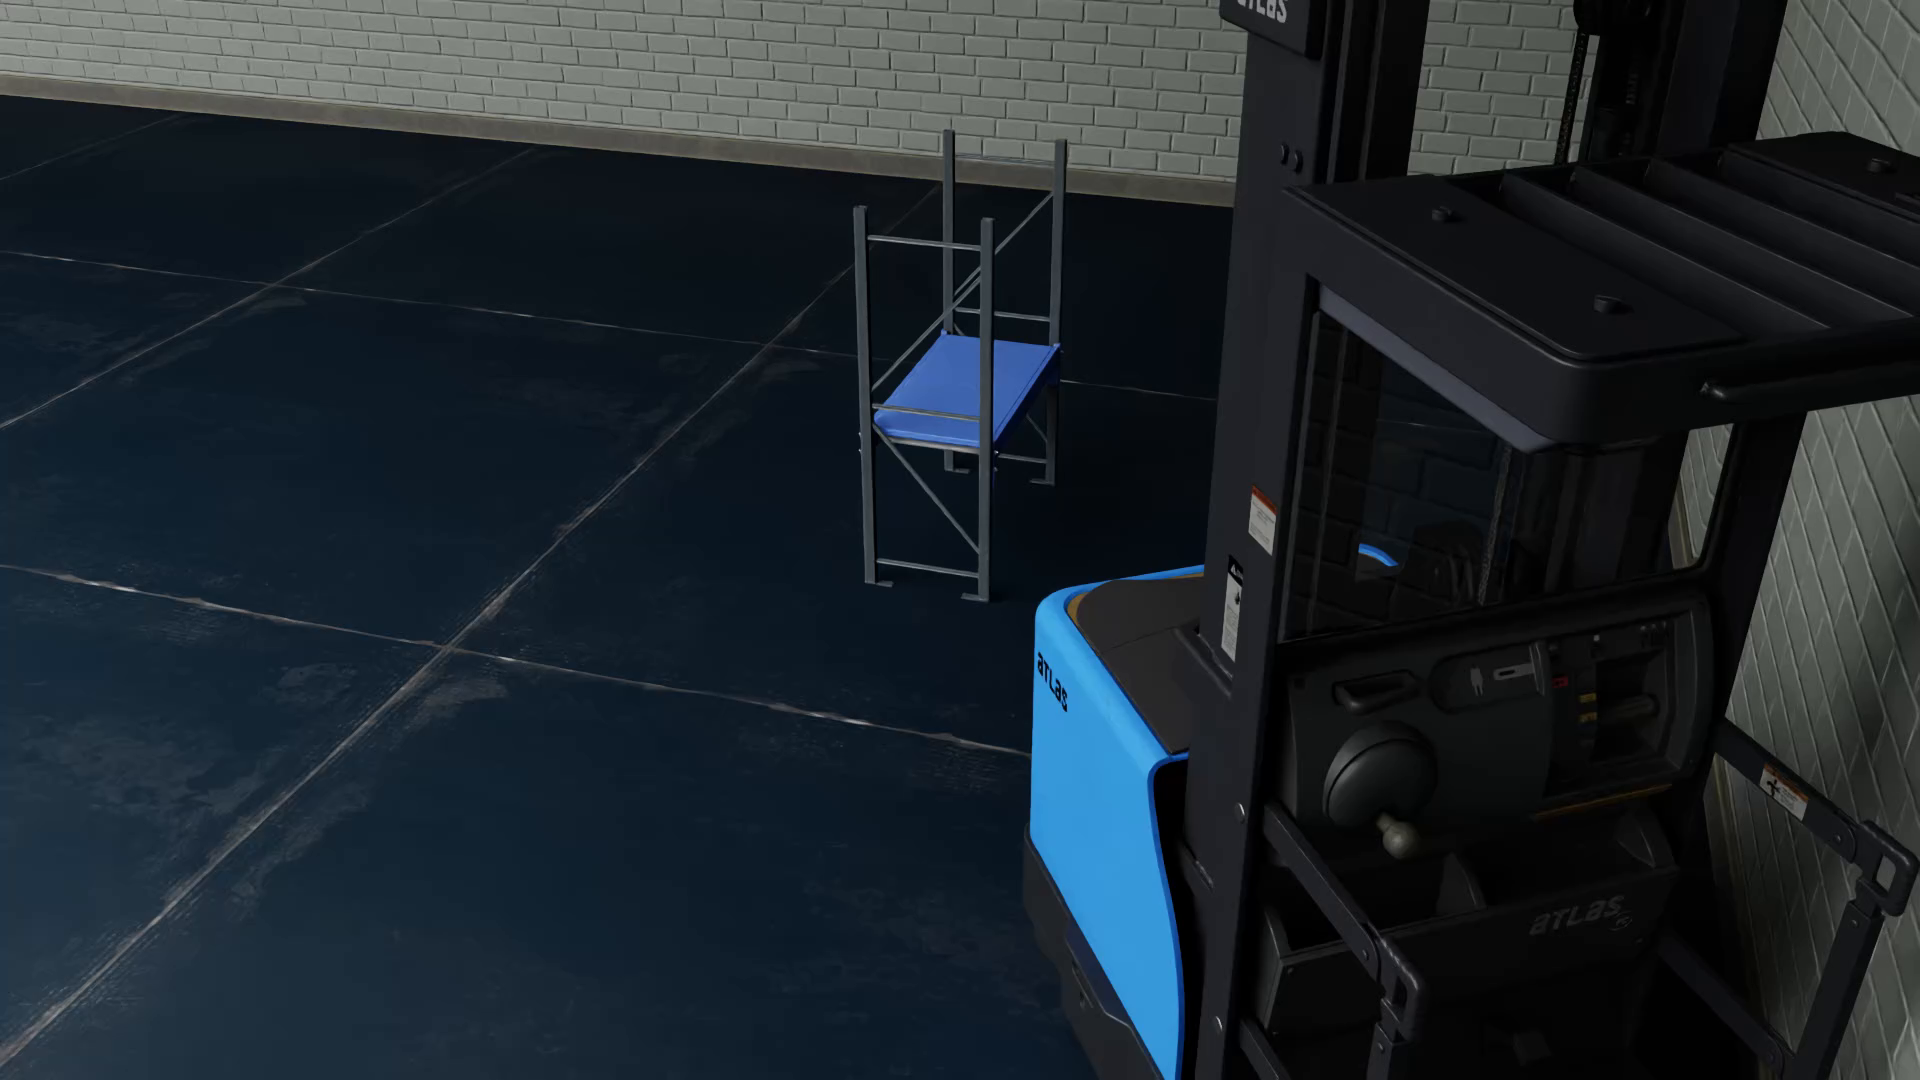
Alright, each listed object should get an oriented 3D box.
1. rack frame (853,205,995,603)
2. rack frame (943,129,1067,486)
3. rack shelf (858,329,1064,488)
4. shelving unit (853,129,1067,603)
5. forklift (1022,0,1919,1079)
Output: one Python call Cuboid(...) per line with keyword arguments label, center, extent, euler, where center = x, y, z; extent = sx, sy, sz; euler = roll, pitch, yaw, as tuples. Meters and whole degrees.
Cuboid(label="rack frame", center=(-0.124, -0.459, 6.032), extent=(0.500, 1.500, 0.032), euler=(8, 30, 15))
Cuboid(label="rack frame", center=(0.174, -0.931, 6.881), extent=(0.500, 1.500, 0.032), euler=(8, 30, 15))
Cuboid(label="rack shelf", center=(0.025, -0.538, 6.544), extent=(0.538, 0.185, 1.000), euler=(8, 30, 15))
Cuboid(label="shelving unit", center=(0.025, -0.695, 6.457), extent=(0.538, 1.500, 1.048), euler=(8, 30, 15))
Cuboid(label="forklift", center=(1.115, 0.399, 3.018), extent=(1.130, 2.935, 3.031), euler=(-9, 30, -16))
